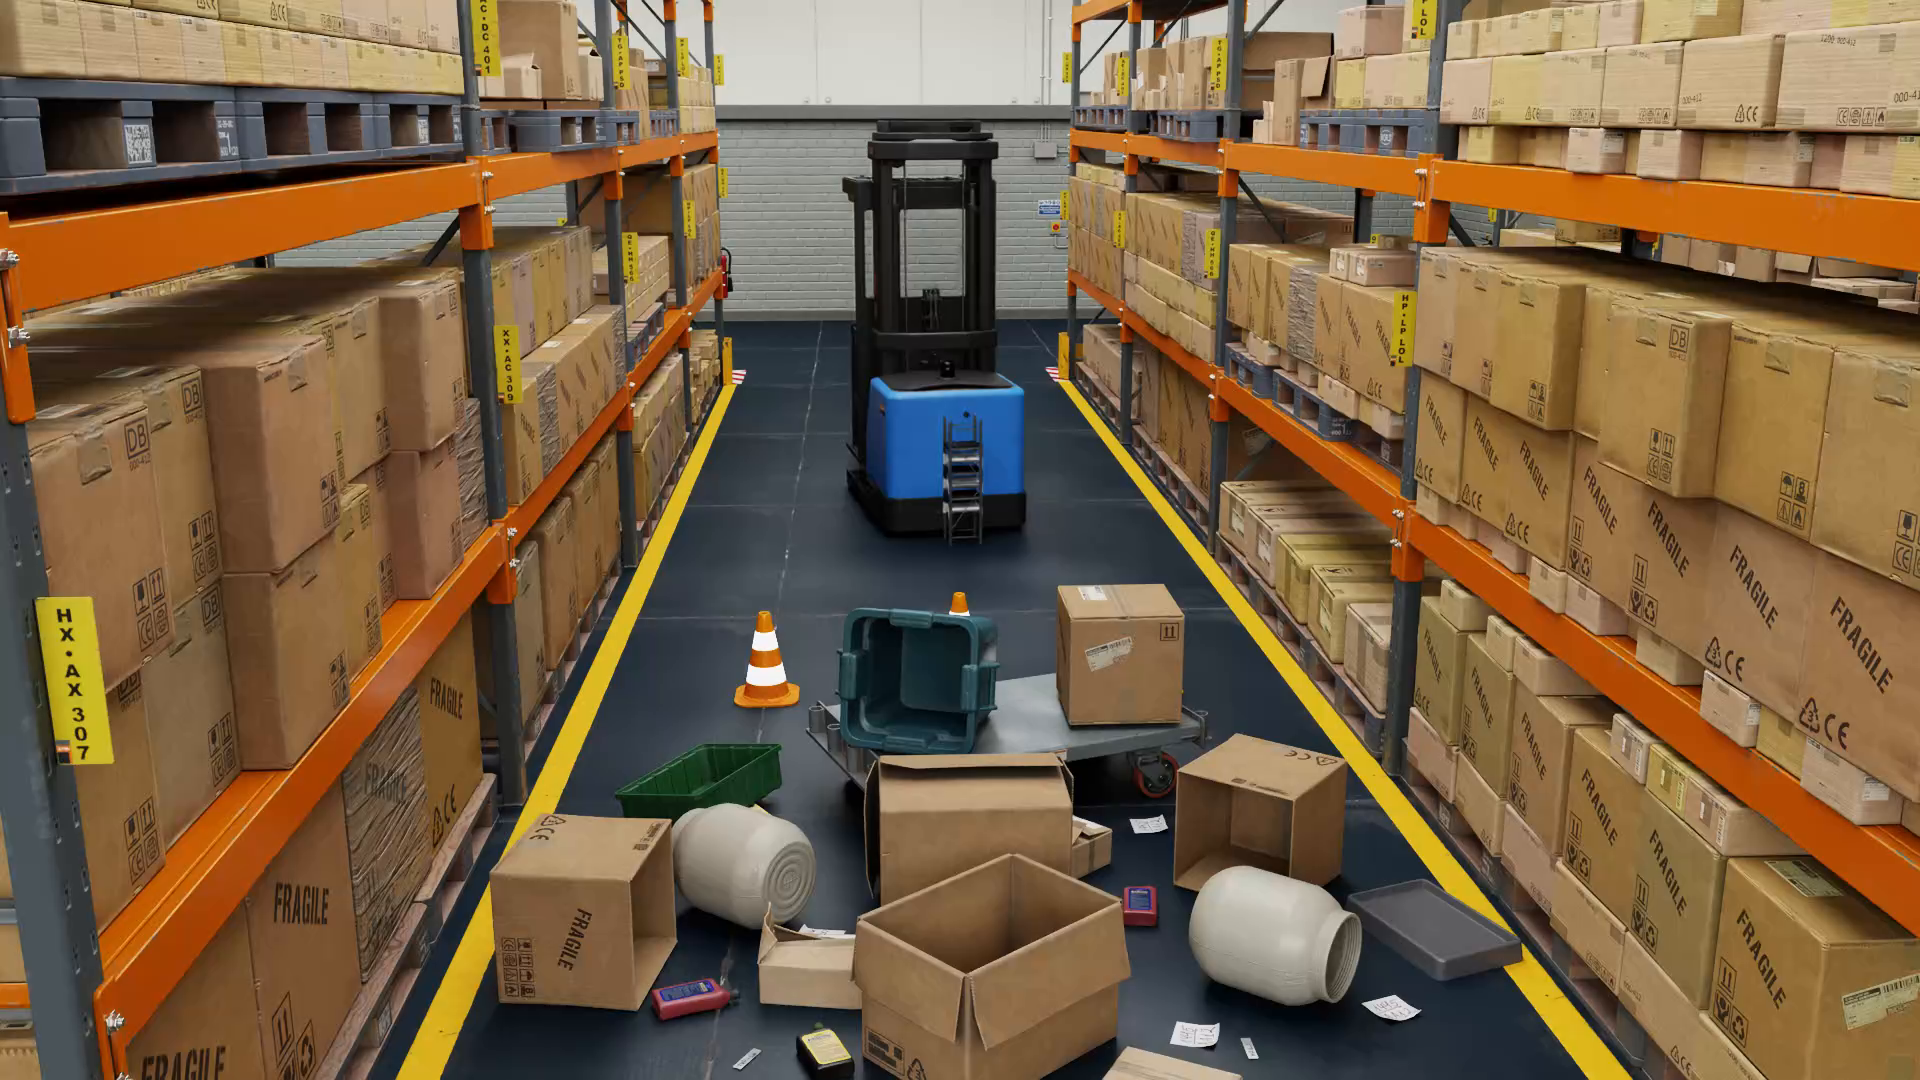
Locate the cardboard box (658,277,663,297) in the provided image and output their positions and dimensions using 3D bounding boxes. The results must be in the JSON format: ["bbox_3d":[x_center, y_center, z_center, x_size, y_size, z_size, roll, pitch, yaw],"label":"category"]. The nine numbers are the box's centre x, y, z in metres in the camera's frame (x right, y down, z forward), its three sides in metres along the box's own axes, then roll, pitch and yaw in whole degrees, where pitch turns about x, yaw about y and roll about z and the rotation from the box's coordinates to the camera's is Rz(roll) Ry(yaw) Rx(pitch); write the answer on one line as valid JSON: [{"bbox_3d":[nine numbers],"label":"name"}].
[{"bbox_3d":[-2.688,-2.116,13.892,0.380,0.149,0.250,-1,14,-4],"label":"cardboard box"}]

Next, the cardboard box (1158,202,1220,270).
[{"bbox_3d":[1.860,-2.398,13.118,0.500,0.500,0.500,-1,14,-4],"label":"cardboard box"}]

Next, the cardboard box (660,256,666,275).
[{"bbox_3d":[-2.701,-2.321,14.092,0.380,0.149,0.250,-1,14,-3],"label":"cardboard box"}]

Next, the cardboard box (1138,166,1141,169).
[{"bbox_3d":[2.028,-3.859,17.494,0.380,0.149,0.250,-1,14,-4],"label":"cardboard box"}]

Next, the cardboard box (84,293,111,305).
[{"bbox_3d":[-7.596,-2.141,14.129,0.500,0.500,0.500,-1,14,-3],"label":"cardboard box"}]

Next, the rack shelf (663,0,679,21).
[{"bbox_3d":[-2.817,-4.122,12.236,1.077,0.370,4.000,-1,14,-3],"label":"rack shelf"}]

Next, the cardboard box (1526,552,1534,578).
[{"bbox_3d":[2.331,0.092,6.154,0.380,0.149,0.250,-1,14,-4],"label":"cardboard box"}]

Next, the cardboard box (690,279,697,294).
[{"bbox_3d":[-2.752,-2.470,16.112,0.380,0.149,0.250,-1,14,-2],"label":"cardboard box"}]

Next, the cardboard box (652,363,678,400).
[{"bbox_3d":[-2.624,-1.303,13.740,0.500,0.250,0.500,0,14,-1],"label":"cardboard box"}]

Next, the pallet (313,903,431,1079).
[{"bbox_3d":[-2.397,1.578,5.470,1.003,0.211,1.213,-1,14,-3],"label":"pallet"}]

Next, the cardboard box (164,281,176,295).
[{"bbox_3d":[-7.635,-2.358,15.677,0.380,0.149,0.250,-1,14,-5],"label":"cardboard box"}]

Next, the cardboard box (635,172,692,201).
[{"bbox_3d":[-2.773,-3.178,15.554,0.500,0.500,0.500,-1,14,-5],"label":"cardboard box"}]

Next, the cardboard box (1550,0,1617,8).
[{"bbox_3d":[2.812,-2.469,8.039,0.500,0.250,0.500,-1,14,-5],"label":"cardboard box"}]

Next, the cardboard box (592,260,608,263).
[{"bbox_3d":[-2.574,-1.943,12.027,0.380,0.149,0.250,-1,15,-6],"label":"cardboard box"}]

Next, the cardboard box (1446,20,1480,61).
[{"bbox_3d":[2.183,-2.002,6.673,0.380,0.149,0.250,-1,14,-4],"label":"cardboard box"}]

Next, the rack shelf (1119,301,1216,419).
[{"bbox_3d":[2.118,-1.512,13.328,1.077,0.370,4.000,-1,14,-3],"label":"rack shelf"}]

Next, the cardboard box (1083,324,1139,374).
[{"bbox_3d":[1.887,-2.153,18.673,0.875,0.438,0.875,-1,14,-5],"label":"cardboard box"}]

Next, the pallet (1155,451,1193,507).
[{"bbox_3d":[2.195,-0.513,13.596,1.003,0.211,1.213,-1,14,-3],"label":"pallet"}]

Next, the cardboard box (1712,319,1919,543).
[{"bbox_3d":[2.464,-0.300,4.369,0.700,0.500,0.500,-1,14,-3],"label":"cardboard box"}]

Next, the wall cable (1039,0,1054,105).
[{"bbox_3d":[1.112,-7.669,23.772,0.463,3.000,0.029,-1,14,-3],"label":"wall cable"}]

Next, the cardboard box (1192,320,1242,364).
[{"bbox_3d":[1.951,-1.412,11.797,0.500,0.250,0.500,-1,14,-5],"label":"cardboard box"}]

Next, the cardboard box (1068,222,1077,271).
[{"bbox_3d":[1.489,-3.278,18.545,0.500,0.500,0.500,-1,14,-4],"label":"cardboard box"}]

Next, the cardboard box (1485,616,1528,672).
[{"bbox_3d":[2.238,0.393,6.347,0.380,0.149,0.250,0,14,-1],"label":"cardboard box"}]

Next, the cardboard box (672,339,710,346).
[{"bbox_3d":[-2.849,-2.043,17.633,0.380,0.149,0.250,-1,15,-6],"label":"cardboard box"}]

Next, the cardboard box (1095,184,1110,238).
[{"bbox_3d":[1.625,-3.257,16.457,0.500,0.500,0.500,-1,14,-3],"label":"cardboard box"}]

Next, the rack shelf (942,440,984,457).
[{"bbox_3d":[0.020,-0.650,11.798,0.258,0.077,0.200,-3,15,-11],"label":"rack shelf"}]

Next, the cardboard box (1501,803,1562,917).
[{"bbox_3d":[2.336,1.175,6.115,0.500,0.250,0.500,-1,14,-4],"label":"cardboard box"}]

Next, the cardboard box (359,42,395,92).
[{"bbox_3d":[-2.040,-1.512,5.323,0.380,0.149,0.250,-1,14,-3],"label":"cardboard box"}]

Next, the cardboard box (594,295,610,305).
[{"bbox_3d":[-2.522,-1.611,11.332,0.380,0.149,0.250,0,14,-1],"label":"cardboard box"}]

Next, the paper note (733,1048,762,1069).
[{"bbox_3d":[-0.694,1.693,5.427,0.032,0.001,0.123,7,16,26],"label":"paper note"}]

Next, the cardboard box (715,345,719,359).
[{"bbox_3d":[-2.871,-2.091,18.416,0.380,0.149,0.250,-1,14,-5],"label":"cardboard box"}]

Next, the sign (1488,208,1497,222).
[{"bbox_3d":[6.158,-3.841,19.199,0.100,0.325,0.005,-1,14,-3],"label":"sign"}]

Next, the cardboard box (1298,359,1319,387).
[{"bbox_3d":[2.128,-0.959,9.394,0.380,0.149,0.250,0,14,-2],"label":"cardboard box"}]

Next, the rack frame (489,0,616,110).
[{"bbox_3d":[-2.693,-4.167,10.163,1.000,3.000,0.127,-1,14,-3],"label":"rack frame"}]

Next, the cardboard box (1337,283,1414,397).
[{"bbox_3d":[2.200,-0.999,8.249,0.500,0.500,0.500,-1,14,-3],"label":"cardboard box"}]

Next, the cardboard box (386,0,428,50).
[{"bbox_3d":[-2.127,-1.799,5.638,0.500,0.250,0.500,-1,14,-4],"label":"cardboard box"}]

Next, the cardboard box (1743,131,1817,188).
[{"bbox_3d":[2.393,-1.042,4.543,0.380,0.149,0.250,-1,14,-4],"label":"cardboard box"}]

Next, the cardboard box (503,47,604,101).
[{"bbox_3d":[-2.329,-2.668,9.491,0.500,0.311,0.500,-1,14,-3],"label":"cardboard box"}]

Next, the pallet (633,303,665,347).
[{"bbox_3d":[-2.856,-1.661,12.846,1.003,0.211,1.213,-1,14,-3],"label":"pallet"}]

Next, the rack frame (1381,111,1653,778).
[{"bbox_3d":[2.489,-0.369,7.439,1.000,3.000,0.127,-1,14,-3],"label":"rack frame"}]

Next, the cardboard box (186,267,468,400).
[{"bbox_3d":[-2.456,-0.770,6.532,0.875,0.550,0.550,-1,14,-3],"label":"cardboard box"}]

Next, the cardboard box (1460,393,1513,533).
[{"bbox_3d":[2.293,-0.323,6.464,0.500,0.500,0.500,-1,14,-4],"label":"cardboard box"}]

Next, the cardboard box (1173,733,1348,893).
[{"bbox_3d":[1.198,1.128,6.633,0.500,0.500,0.500,10,18,35],"label":"cardboard box"}]

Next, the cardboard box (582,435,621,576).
[{"bbox_3d":[-2.745,-0.223,10.545,1.050,0.750,0.750,-1,14,-4],"label":"cardboard box"}]

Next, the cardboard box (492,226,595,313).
[{"bbox_3d":[-2.675,-1.683,10.339,0.700,0.500,0.500,-1,14,-4],"label":"cardboard box"}]

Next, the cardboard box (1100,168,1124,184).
[{"bbox_3d":[1.611,-3.656,16.709,0.380,0.149,0.250,-1,14,-3],"label":"cardboard box"}]

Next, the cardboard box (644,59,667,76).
[{"bbox_3d":[-2.717,-4.148,14.606,0.380,0.149,0.250,-1,14,-4],"label":"cardboard box"}]

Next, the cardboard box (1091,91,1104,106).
[{"bbox_3d":[1.584,-4.662,17.565,0.380,0.149,0.250,0,14,-1],"label":"cardboard box"}]

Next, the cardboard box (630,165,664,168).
[{"bbox_3d":[-3.388,-3.687,17.532,0.500,0.500,0.500,0,14,-2],"label":"cardboard box"}]

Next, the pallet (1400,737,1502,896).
[{"bbox_3d":[2.566,1.148,7.139,1.003,0.211,1.213,-1,14,-3],"label":"pallet"}]

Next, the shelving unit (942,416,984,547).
[{"bbox_3d":[0.020,-0.421,11.857,0.258,0.900,0.210,-3,15,-11],"label":"shelving unit"}]

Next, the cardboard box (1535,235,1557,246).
[{"bbox_3d":[6.525,-3.134,17.889,0.500,0.250,0.500,-1,14,-4],"label":"cardboard box"}]

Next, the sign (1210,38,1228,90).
[{"bbox_3d":[1.687,-3.098,10.832,0.100,0.325,0.005,-1,14,-3],"label":"sign"}]

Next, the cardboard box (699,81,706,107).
[{"bbox_3d":[-2.844,-4.508,16.807,0.500,0.250,0.500,-1,14,-3],"label":"cardboard box"}]

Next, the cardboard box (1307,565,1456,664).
[{"bbox_3d":[2.406,0.392,8.916,0.950,0.372,0.625,0,14,0],"label":"cardboard box"}]

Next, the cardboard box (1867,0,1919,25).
[{"bbox_3d":[2.410,-1.298,3.937,0.380,0.149,0.250,-1,14,-4],"label":"cardboard box"}]

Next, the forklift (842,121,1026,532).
[{"bbox_3d":[-0.316,-1.801,13.144,1.130,2.935,3.031,-3,15,-11],"label":"forklift"}]
